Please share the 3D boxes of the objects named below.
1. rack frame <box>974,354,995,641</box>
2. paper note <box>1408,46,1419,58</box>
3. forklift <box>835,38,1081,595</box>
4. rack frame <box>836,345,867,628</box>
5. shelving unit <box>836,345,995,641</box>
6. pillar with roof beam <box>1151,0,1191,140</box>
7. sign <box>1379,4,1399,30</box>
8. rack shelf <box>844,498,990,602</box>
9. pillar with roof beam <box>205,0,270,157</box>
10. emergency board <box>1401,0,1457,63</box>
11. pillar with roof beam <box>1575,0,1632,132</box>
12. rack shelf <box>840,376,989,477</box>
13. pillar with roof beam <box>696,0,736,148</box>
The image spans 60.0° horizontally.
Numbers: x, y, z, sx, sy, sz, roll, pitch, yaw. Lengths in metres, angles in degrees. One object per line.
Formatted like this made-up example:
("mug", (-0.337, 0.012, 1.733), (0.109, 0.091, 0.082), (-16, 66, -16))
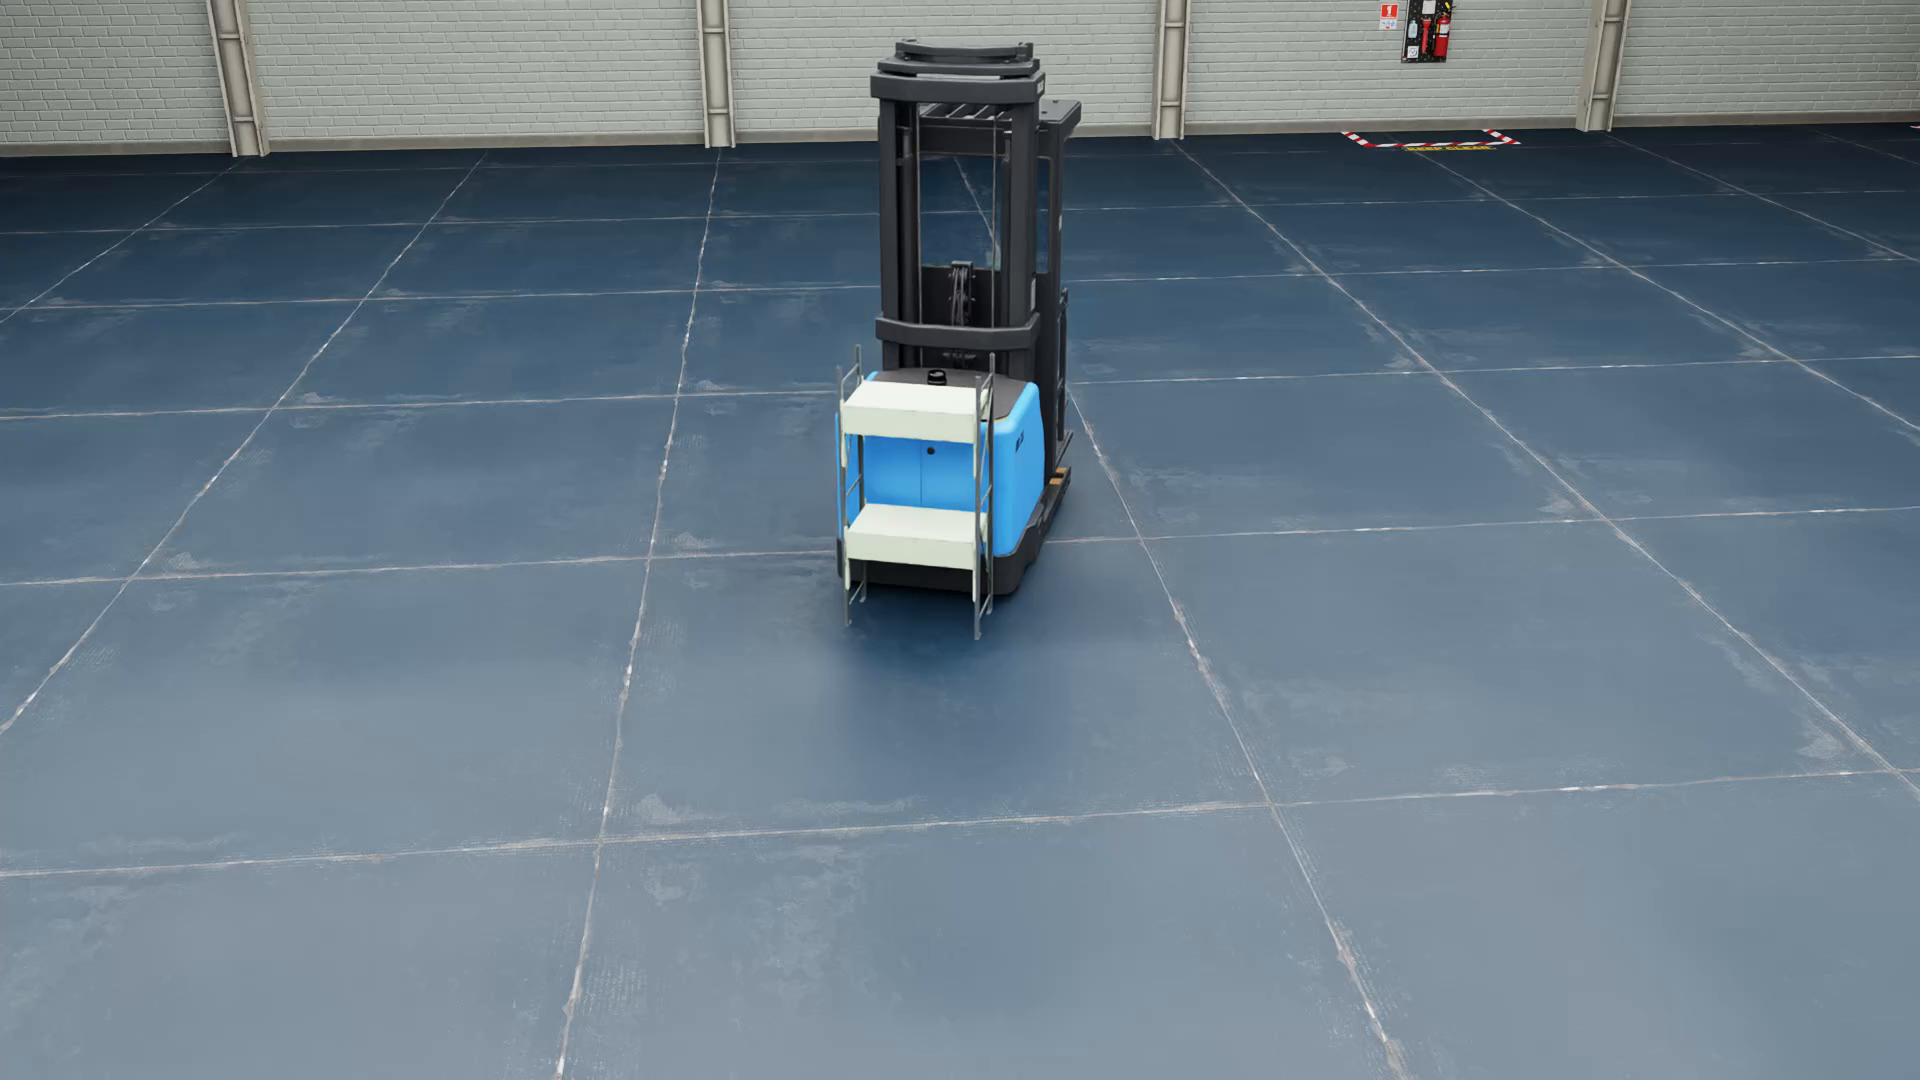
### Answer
("rack frame", (0.131, -0.218, 8.893), (0.023, 1.500, 0.400), (5, 24, 11))
("paper note", (6.131, -6.604, 22.499), (0.142, 0.148, 0.016), (-2, 24, -5))
("forklift", (0.115, -1.602, 10.246), (1.130, 2.935, 3.031), (5, 24, 12))
("rack frame", (-0.585, -0.280, 9.034), (0.023, 1.500, 0.400), (5, 24, 11))
("shelving unit", (-0.227, -0.249, 8.963), (0.755, 1.500, 0.431), (5, 24, 11))
("pillar with roof beam", (3.229, -7.831, 16.789), (0.400, 9.000, 9.100), (-2, 24, -5))
("sign", (5.754, -7.022, 22.311), (0.234, 0.329, 0.001), (-2, 24, -5))
("rack shelf", (-0.227, 0.049, 9.096), (0.720, 0.370, 0.431), (5, 24, 11))
("pillar with roof beam", (-8.712, -7.352, 15.711), (0.400, 9.000, 9.100), (-2, 24, -5))
("emergency board", (6.314, -6.986, 22.274), (0.643, 1.169, 0.194), (-2, 24, -5))
("pillar with roof beam", (9.200, -8.070, 17.328), (0.400, 9.000, 9.100), (-2, 24, -5))
("rack shelf", (-0.227, -0.605, 8.805), (0.720, 0.370, 0.431), (5, 24, 11))
("pillar with roof beam", (-2.741, -7.591, 16.250), (0.400, 9.000, 9.100), (-2, 24, -5))
